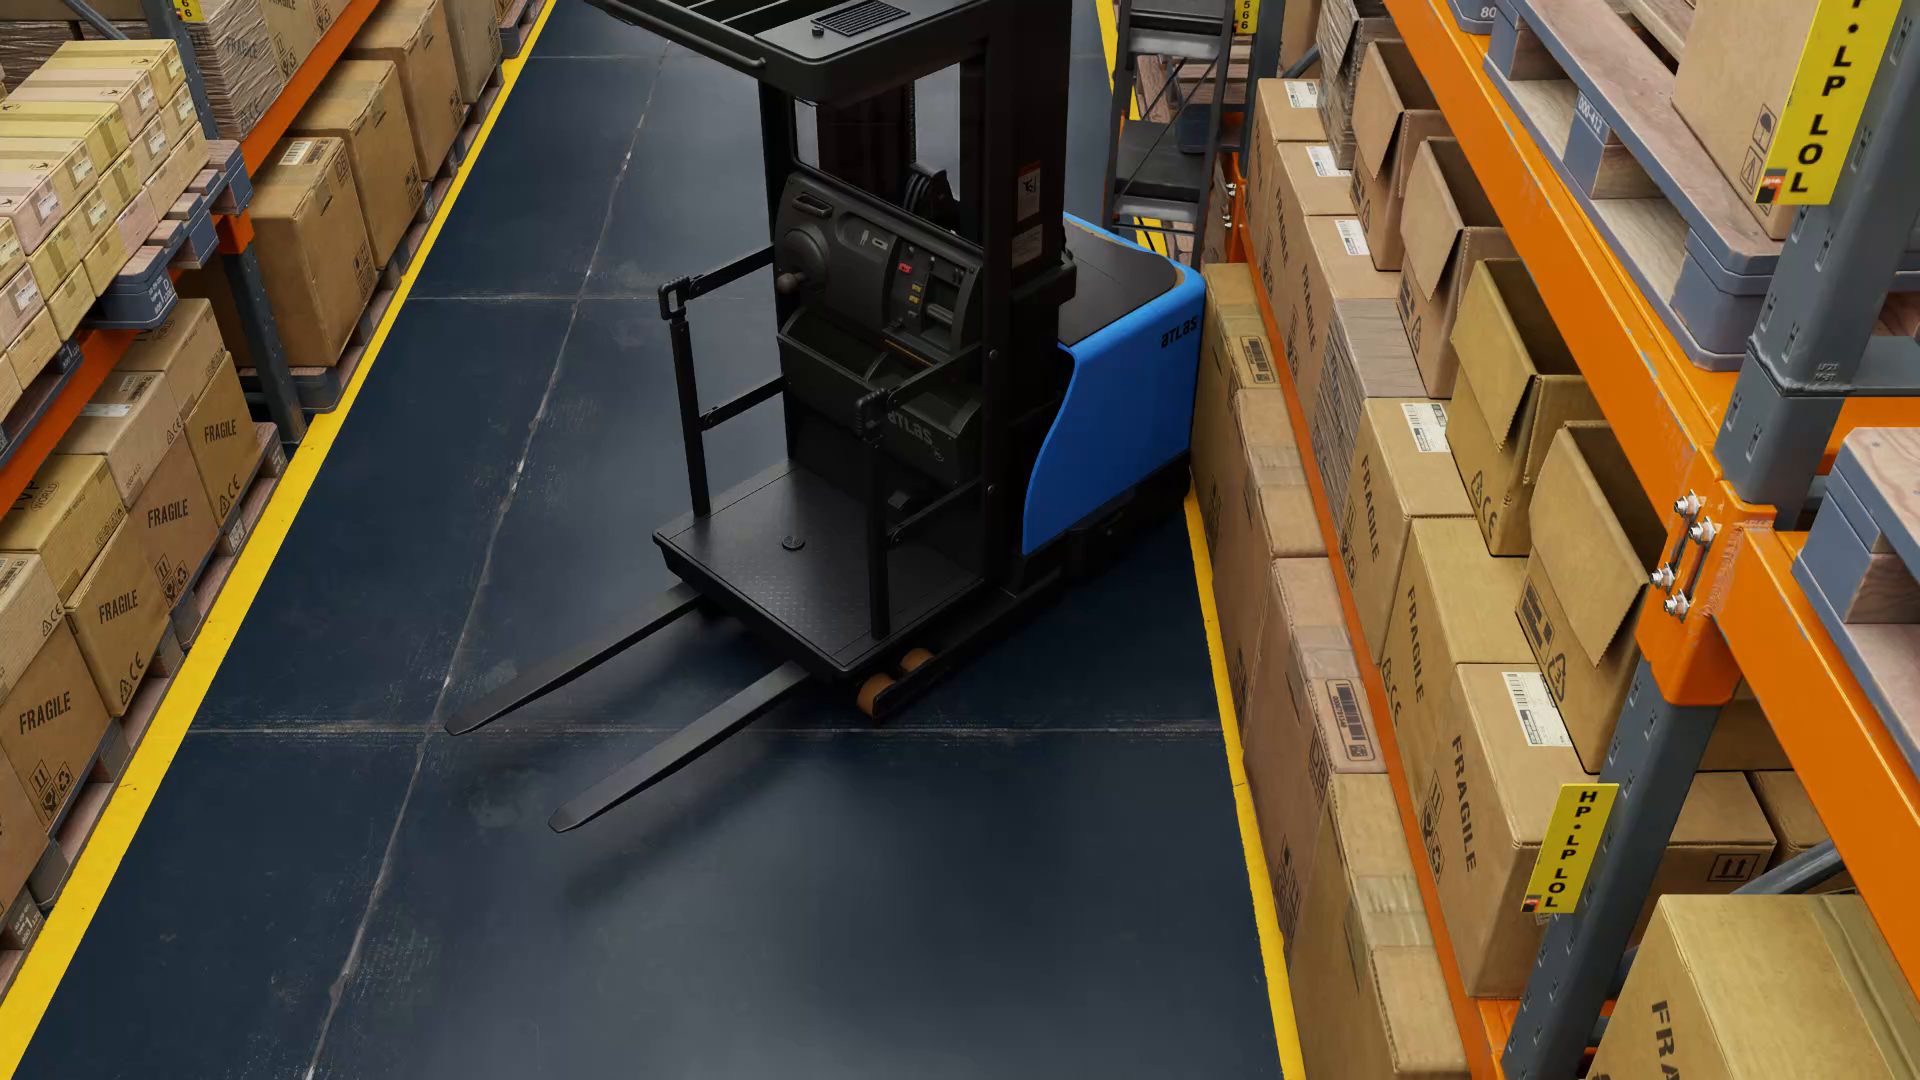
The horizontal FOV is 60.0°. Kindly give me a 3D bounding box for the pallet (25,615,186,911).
[{"bbox_3d":[-3.386,0.720,5.683,1.003,0.211,1.213,0,39,0],"label":"pallet"}]

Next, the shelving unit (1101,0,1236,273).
[{"bbox_3d":[0.809,-1.394,6.769,0.431,2.100,0.503,8,44,7],"label":"shelving unit"}]

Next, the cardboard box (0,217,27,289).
[{"bbox_3d":[-2.926,-0.801,4.741,0.380,0.149,0.250,2,39,2],"label":"cardboard box"}]

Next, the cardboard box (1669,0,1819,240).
[{"bbox_3d":[1.570,-0.793,2.527,0.700,0.500,0.500,1,39,1],"label":"cardboard box"}]

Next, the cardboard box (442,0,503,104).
[{"bbox_3d":[-3.298,-3.017,9.580,1.050,0.750,0.750,0,39,0],"label":"cardboard box"}]

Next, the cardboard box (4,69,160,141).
[{"bbox_3d":[-2.927,-1.453,5.554,0.380,0.149,0.250,0,39,-1],"label":"cardboard box"}]

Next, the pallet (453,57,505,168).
[{"bbox_3d":[-3.312,-2.549,9.762,1.003,0.211,1.213,0,39,0],"label":"pallet"}]

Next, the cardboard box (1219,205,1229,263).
[{"bbox_3d":[1.555,-1.174,7.463,0.700,0.500,0.500,-2,39,-2],"label":"cardboard box"}]

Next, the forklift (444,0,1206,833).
[{"bbox_3d":[-0.440,-0.866,5.487,1.130,2.935,3.031,32,48,33],"label":"forklift"}]

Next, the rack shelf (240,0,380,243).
[{"bbox_3d":[-3.386,-2.588,8.156,1.077,0.370,4.000,0,39,0],"label":"rack shelf"}]

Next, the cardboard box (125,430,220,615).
[{"bbox_3d":[-3.125,-0.071,6.103,0.500,0.500,0.500,1,39,2],"label":"cardboard box"}]

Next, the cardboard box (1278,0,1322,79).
[{"bbox_3d":[1.535,-2.099,6.555,0.500,0.500,0.500,-5,39,-6],"label":"cardboard box"}]

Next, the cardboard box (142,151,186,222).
[{"bbox_3d":[-2.925,-1.221,5.740,0.380,0.149,0.250,0,39,0],"label":"cardboard box"}]

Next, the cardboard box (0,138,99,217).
[{"bbox_3d":[-2.923,-1.122,5.141,0.380,0.149,0.250,1,39,1],"label":"cardboard box"}]

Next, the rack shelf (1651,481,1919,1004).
[{"bbox_3d":[1.583,1.304,0.901,1.077,0.370,4.000,0,39,0],"label":"rack shelf"}]

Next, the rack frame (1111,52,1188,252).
[{"bbox_3d":[0.855,-1.559,6.943,0.400,2.100,0.015,8,44,7],"label":"rack frame"}]

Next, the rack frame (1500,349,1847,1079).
[{"bbox_3d":[1.581,0.943,3.175,1.000,3.000,0.127,0,39,0],"label":"rack frame"}]

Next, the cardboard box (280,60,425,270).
[{"bbox_3d":[-3.299,-1.832,8.100,1.050,0.750,0.750,1,39,1],"label":"cardboard box"}]

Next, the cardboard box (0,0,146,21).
[{"bbox_3d":[-3.375,-2.328,6.377,0.700,0.500,0.500,0,39,0],"label":"cardboard box"}]

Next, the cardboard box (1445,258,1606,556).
[{"bbox_3d":[1.583,-0.316,3.864,0.797,0.503,0.637,0,39,0],"label":"cardboard box"}]

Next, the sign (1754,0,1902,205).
[{"bbox_3d":[1.038,-0.546,1.969,0.100,0.325,0.005,0,39,0],"label":"sign"}]

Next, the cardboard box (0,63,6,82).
[{"bbox_3d":[-3.577,-1.624,5.768,0.380,0.149,0.250,0,39,0],"label":"cardboard box"}]

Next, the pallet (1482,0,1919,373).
[{"bbox_3d":[1.530,-0.726,3.012,0.805,0.209,1.217,-1,39,-2],"label":"pallet"}]

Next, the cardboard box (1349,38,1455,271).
[{"bbox_3d":[1.559,-1.124,4.872,0.797,0.503,0.637,1,39,1],"label":"cardboard box"}]

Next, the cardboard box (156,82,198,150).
[{"bbox_3d":[-2.928,-1.492,5.840,0.380,0.149,0.250,1,39,1],"label":"cardboard box"}]

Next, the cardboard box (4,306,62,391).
[{"bbox_3d":[-2.928,-0.574,4.932,0.380,0.149,0.250,1,39,1],"label":"cardboard box"}]

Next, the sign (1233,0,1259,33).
[{"bbox_3d":[1.033,-1.973,5.951,0.100,0.325,0.005,0,39,0],"label":"sign"}]

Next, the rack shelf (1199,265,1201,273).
[{"bbox_3d":[0.798,-0.878,7.263,0.431,0.518,0.480,8,44,7],"label":"rack shelf"}]

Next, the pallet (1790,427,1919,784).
[{"bbox_3d":[1.571,0.319,1.626,1.003,0.211,1.213,0,39,0],"label":"pallet"}]

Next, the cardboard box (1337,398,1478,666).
[{"bbox_3d":[1.306,-0.025,4.302,0.500,0.500,0.500,0,39,-1],"label":"cardboard box"}]

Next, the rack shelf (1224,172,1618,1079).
[{"bbox_3d":[1.578,-0.027,4.961,1.077,0.370,4.000,0,39,0],"label":"rack shelf"}]

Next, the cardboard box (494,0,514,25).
[{"bbox_3d":[-3.319,-3.848,10.516,0.875,0.875,0.875,1,39,1],"label":"cardboard box"}]

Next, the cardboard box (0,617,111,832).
[{"bbox_3d":[-3.131,0.574,5.298,0.500,0.500,0.500,1,39,1],"label":"cardboard box"}]

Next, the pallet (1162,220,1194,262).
[{"bbox_3d":[1.578,-1.720,8.728,1.003,0.211,1.213,0,39,0],"label":"pallet"}]

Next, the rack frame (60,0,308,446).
[{"bbox_3d":[-3.384,-1.618,6.371,1.000,3.000,0.127,0,39,0],"label":"rack frame"}]

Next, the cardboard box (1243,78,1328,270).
[{"bbox_3d":[1.305,-1.293,5.885,0.500,0.500,0.500,1,39,1],"label":"cardboard box"}]

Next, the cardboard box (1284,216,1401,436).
[{"bbox_3d":[1.312,-0.651,5.083,0.500,0.500,0.500,-1,39,-1],"label":"cardboard box"}]

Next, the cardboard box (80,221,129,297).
[{"bbox_3d":[-2.928,-0.904,5.344,0.380,0.149,0.250,-1,39,-1],"label":"cardboard box"}]

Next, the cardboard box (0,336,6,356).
[{"bbox_3d":[-2.924,-0.523,4.632,0.380,0.149,0.250,-1,39,-1],"label":"cardboard box"}]

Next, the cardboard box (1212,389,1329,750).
[{"bbox_3d":[1.549,0.096,5.595,1.225,0.875,0.875,0,39,0],"label":"cardboard box"}]

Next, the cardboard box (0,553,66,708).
[{"bbox_3d":[-3.115,0.288,5.056,0.500,0.250,0.500,1,39,2],"label":"cardboard box"}]

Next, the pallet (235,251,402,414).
[{"bbox_3d":[-3.310,-1.023,7.858,1.003,0.211,1.213,0,39,0],"label":"pallet"}]

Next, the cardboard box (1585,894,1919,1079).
[{"bbox_3d":[1.326,0.892,2.520,0.500,0.500,0.500,0,39,0],"label":"cardboard box"}]

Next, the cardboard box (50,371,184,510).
[{"bbox_3d":[-3.110,-0.356,5.859,0.500,0.250,0.500,0,39,1],"label":"cardboard box"}]

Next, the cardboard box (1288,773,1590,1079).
[{"bbox_3d":[1.560,1.208,4.207,1.225,0.875,0.875,0,39,0],"label":"cardboard box"}]

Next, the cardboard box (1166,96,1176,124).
[{"bbox_3d":[1.532,-2.574,9.210,0.700,0.500,0.500,0,39,0],"label":"cardboard box"}]

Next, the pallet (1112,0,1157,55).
[{"bbox_3d":[1.535,-3.392,10.814,1.003,0.211,1.213,0,39,0],"label":"pallet"}]

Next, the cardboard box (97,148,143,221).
[{"bbox_3d":[-2.923,-1.160,5.426,0.380,0.149,0.250,1,39,1],"label":"cardboard box"}]

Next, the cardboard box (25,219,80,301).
[{"bbox_3d":[-2.925,-0.848,5.037,0.380,0.149,0.250,0,39,0],"label":"cardboard box"}]

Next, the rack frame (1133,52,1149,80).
[{"bbox_3d":[1.571,-4.060,9.418,1.000,3.000,0.127,0,39,0],"label":"rack frame"}]

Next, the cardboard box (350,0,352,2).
[{"bbox_3d":[-3.116,-2.883,7.869,0.500,0.500,0.500,0,39,-1],"label":"cardboard box"}]

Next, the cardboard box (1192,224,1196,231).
[{"bbox_3d":[1.534,-1.875,8.338,0.700,0.500,0.500,3,39,4],"label":"cardboard box"}]

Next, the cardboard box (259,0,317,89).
[{"bbox_3d":[-3.118,-2.256,7.087,0.500,0.500,0.500,0,39,0],"label":"cardboard box"}]

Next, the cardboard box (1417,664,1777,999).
[{"bbox_3d":[1.307,0.612,3.508,0.500,0.500,0.500,0,39,0],"label":"cardboard box"}]

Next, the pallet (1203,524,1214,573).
[{"bbox_3d":[1.502,0.023,6.553,1.003,0.211,1.213,0,39,0],"label":"pallet"}]

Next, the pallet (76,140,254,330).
[{"bbox_3d":[-3.277,-1.098,5.875,1.213,0.211,1.003,0,39,0],"label":"pallet"}]

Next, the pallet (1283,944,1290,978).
[{"bbox_3d":[1.504,1.548,4.649,1.003,0.211,1.213,0,39,0],"label":"pallet"}]
